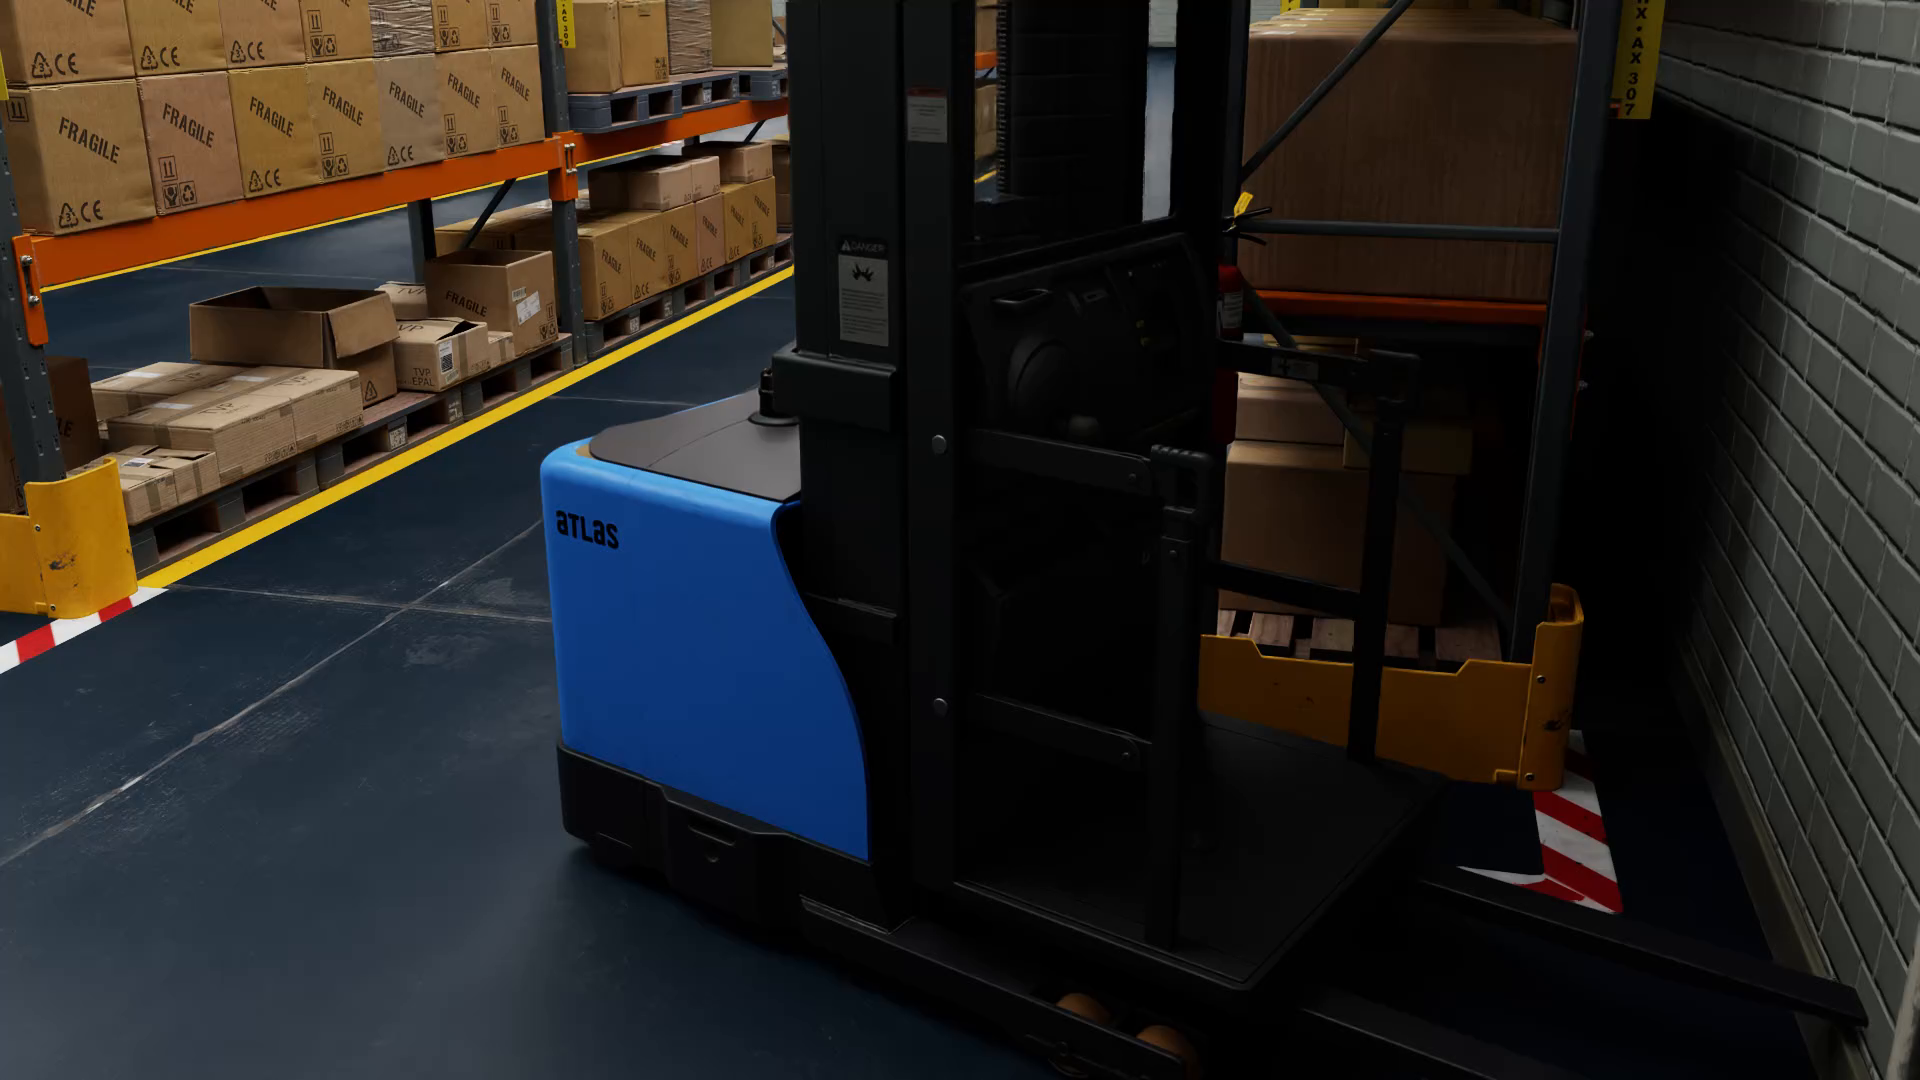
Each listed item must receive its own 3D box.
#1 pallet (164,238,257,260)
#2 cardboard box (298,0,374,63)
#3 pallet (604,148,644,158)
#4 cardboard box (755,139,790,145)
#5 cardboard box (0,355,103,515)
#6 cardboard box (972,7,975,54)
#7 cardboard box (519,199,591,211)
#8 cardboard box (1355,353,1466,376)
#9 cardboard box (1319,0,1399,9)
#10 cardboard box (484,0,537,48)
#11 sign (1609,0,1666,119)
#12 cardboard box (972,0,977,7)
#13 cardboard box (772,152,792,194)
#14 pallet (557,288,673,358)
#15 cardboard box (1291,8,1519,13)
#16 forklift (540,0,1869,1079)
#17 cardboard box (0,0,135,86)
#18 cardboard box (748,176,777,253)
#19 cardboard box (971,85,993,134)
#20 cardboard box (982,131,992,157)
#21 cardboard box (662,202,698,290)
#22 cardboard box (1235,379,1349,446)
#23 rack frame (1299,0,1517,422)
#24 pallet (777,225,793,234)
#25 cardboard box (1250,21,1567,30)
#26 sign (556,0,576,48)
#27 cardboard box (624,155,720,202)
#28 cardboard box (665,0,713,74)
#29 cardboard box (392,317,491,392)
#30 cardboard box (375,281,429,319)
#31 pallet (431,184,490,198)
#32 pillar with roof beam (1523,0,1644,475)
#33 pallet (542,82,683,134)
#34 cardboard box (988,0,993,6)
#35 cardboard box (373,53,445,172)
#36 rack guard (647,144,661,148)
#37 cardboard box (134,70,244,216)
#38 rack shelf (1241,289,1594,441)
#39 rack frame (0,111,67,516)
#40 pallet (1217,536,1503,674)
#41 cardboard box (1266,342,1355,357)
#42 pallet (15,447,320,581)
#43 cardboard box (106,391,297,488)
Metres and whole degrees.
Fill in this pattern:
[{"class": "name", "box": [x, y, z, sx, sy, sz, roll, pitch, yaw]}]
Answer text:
[{"class": "pallet", "box": [-6.645, -2.540, 13.798, 1.003, 0.211, 1.213, 5, 19, 13]}, {"class": "cardboard box", "box": [-2.911, -2.329, 7.165, 0.500, 0.500, 0.500, 4, 19, 13]}, {"class": "pallet", "box": [-4.715, -5.016, 21.048, 1.003, 0.211, 1.213, 5, 19, 13]}, {"class": "cardboard box", "box": [-1.555, -3.386, 14.696, 0.500, 0.311, 0.500, 5, 19, 13]}, {"class": "cardboard box", "box": [-3.751, -0.426, 6.480, 0.500, 0.500, 0.500, 5, 19, 13]}, {"class": "cardboard box", "box": [-0.238, -5.642, 18.410, 0.700, 0.500, 0.500, 5, 20, 15]}, {"class": "cardboard box", "box": [-2.574, -1.978, 11.025, 0.500, 0.500, 0.500, 5, 19, 14]}, {"class": "cardboard box", "box": [1.581, -0.553, 5.879, 0.380, 0.149, 0.250, 5, 19, 14]}, {"class": "cardboard box", "box": [2.003, -2.793, 8.419, 0.500, 0.250, 0.500, 5, 20, 15]}, {"class": "cardboard box", "box": [-2.541, -2.806, 8.560, 0.500, 0.500, 0.500, 5, 19, 14]}, {"class": "sign", "box": [1.696, -1.222, 4.162, 0.100, 0.325, 0.005, 5, 19, 13]}, {"class": "cardboard box", "box": [-0.022, -5.959, 18.334, 0.380, 0.149, 0.250, 4, 19, 13]}, {"class": "cardboard box", "box": [-1.278, -3.022, 13.631, 0.500, 0.311, 0.500, 5, 20, 15]}, {"class": "pallet", "box": [-2.506, -1.402, 10.467, 1.003, 0.211, 1.213, 5, 19, 13]}, {"class": "cardboard box", "box": [1.988, -2.047, 7.577, 0.980, 0.700, 0.700, 5, 19, 14]}, {"class": "forklift", "box": [0.464, -0.435, 3.427, 3.031, 2.935, 1.130, 13, 23, 33]}, {"class": "cardboard box", "box": [-3.281, -1.849, 5.759, 0.500, 0.500, 0.500, 5, 20, 15]}, {"class": "cardboard box", "box": [-1.692, -2.432, 12.352, 0.500, 0.500, 0.500, 5, 20, 16]}, {"class": "cardboard box", "box": [0.068, -4.815, 18.588, 0.500, 0.500, 0.500, 5, 19, 13]}, {"class": "cardboard box", "box": [0.065, -4.460, 18.710, 0.500, 0.250, 0.500, 5, 19, 13]}, {"class": "cardboard box", "box": [-2.065, -1.946, 10.931, 0.500, 0.500, 0.500, 5, 19, 14]}, {"class": "cardboard box", "box": [1.088, -0.425, 5.506, 0.380, 0.149, 0.250, 4, 19, 13]}, {"class": "rack frame", "box": [2.136, -2.074, 8.120, 1.000, 3.000, 0.127, 5, 19, 13]}, {"class": "pallet", "box": [-1.452, -2.653, 14.129, 1.003, 0.211, 1.213, 5, 19, 13]}, {"class": "cardboard box", "box": [1.441, -1.352, 5.541, 0.980, 0.700, 0.700, 5, 19, 13]}, {"class": "sign", "box": [-2.140, -2.833, 9.003, 0.100, 0.325, 0.005, 5, 19, 13]}, {"class": "cardboard box", "box": [-1.947, -2.447, 11.239, 0.500, 0.250, 0.500, 4, 19, 12]}, {"class": "cardboard box", "box": [-2.144, -3.486, 11.449, 0.700, 0.500, 0.500, 9, 21, 24]}, {"class": "cardboard box", "box": [-2.715, -0.964, 8.348, 0.500, 0.311, 0.500, 5, 19, 13]}, {"class": "cardboard box", "box": [-2.980, -1.286, 9.290, 0.500, 0.311, 0.500, 5, 19, 13]}, {"class": "pallet", "box": [-5.670, -3.795, 17.472, 1.003, 0.211, 1.213, 5, 19, 13]}, {"class": "pillar with roof beam", "box": [-1.370, -4.965, 7.303, 9.100, 9.000, 0.400, 5, 19, 13]}, {"class": "pallet", "box": [-2.367, -2.615, 10.001, 1.003, 0.211, 1.213, 5, 19, 13]}, {"class": "cardboard box", "box": [0.167, -6.204, 19.052, 0.380, 0.149, 0.250, 5, 19, 14]}, {"class": "cardboard box", "box": [-2.789, -2.012, 7.782, 0.500, 0.500, 0.500, 5, 20, 15]}, {"class": "rack guard", "box": [-4.511, -5.407, 21.745, 1.175, 0.500, 0.348, 5, 19, 13]}, {"class": "cardboard box", "box": [-3.160, -1.538, 6.396, 0.500, 0.500, 0.500, 4, 19, 13]}, {"class": "rack shelf", "box": [1.648, -1.107, 6.401, 1.077, 0.370, 4.000, 5, 19, 13]}, {"class": "rack frame", "box": [-3.645, -1.210, 5.591, 1.000, 3.000, 0.127, 5, 19, 13]}, {"class": "pallet", "box": [1.279, 0.242, 5.652, 1.003, 0.211, 1.213, 5, 19, 13]}, {"class": "cardboard box", "box": [1.601, -0.546, 6.862, 0.700, 0.500, 0.500, 5, 20, 15]}, {"class": "pallet", "box": [-3.433, -0.165, 6.843, 1.003, 0.211, 1.213, 5, 19, 13]}, {"class": "cardboard box", "box": [-3.115, -0.422, 6.856, 0.500, 0.250, 0.500, 5, 19, 13]}]
